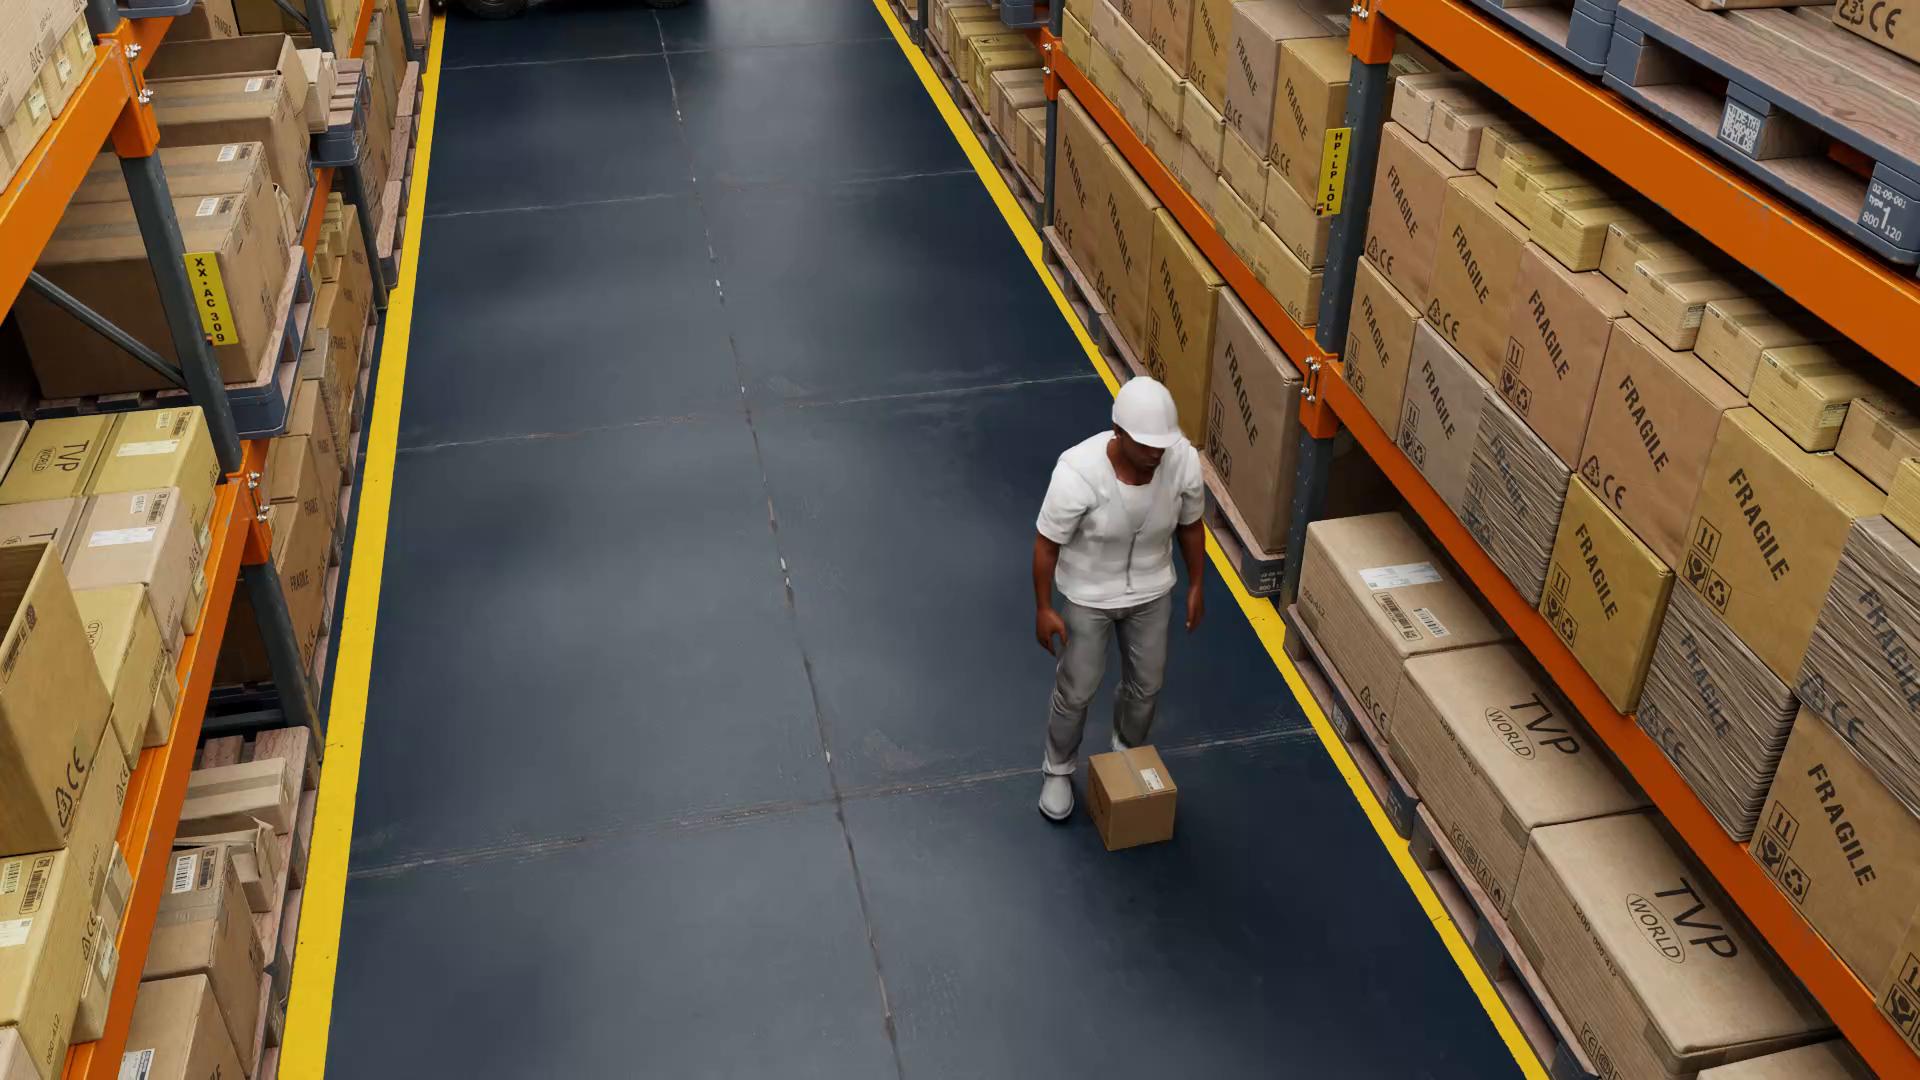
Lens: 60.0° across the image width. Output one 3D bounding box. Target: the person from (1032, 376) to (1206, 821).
[{"bbox_3d":[0.561,0.197,5.835,0.637,1.761,0.456,-9,35,-12],"label":"person"}]
